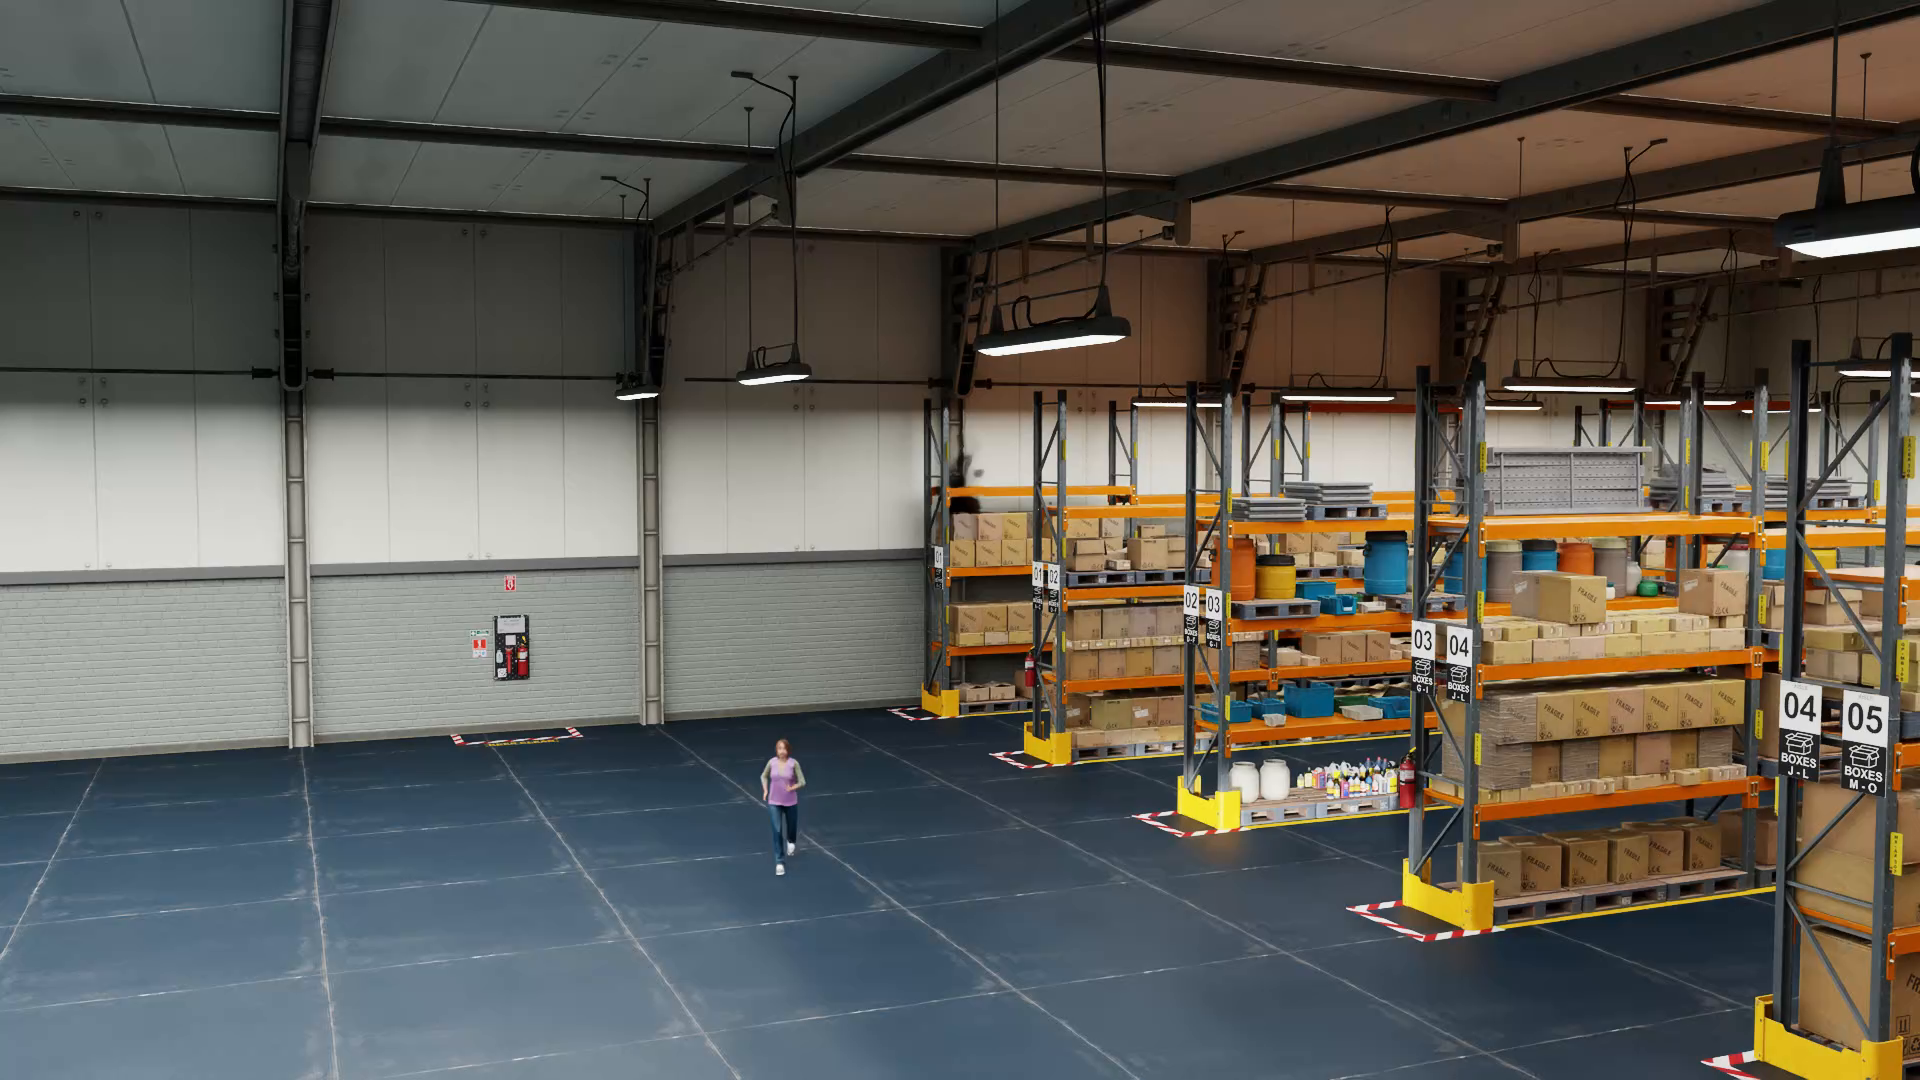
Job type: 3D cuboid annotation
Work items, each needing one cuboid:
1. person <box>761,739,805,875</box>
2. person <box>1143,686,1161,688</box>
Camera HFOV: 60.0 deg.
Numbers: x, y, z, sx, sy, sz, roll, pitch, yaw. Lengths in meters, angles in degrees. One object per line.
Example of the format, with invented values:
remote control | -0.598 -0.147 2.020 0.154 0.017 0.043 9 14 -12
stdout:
person | -2.144 3.187 20.099 0.547 1.570 0.823 0 3 -2
person | 3.387 2.586 29.530 0.580 1.677 0.647 -2 4 -31
